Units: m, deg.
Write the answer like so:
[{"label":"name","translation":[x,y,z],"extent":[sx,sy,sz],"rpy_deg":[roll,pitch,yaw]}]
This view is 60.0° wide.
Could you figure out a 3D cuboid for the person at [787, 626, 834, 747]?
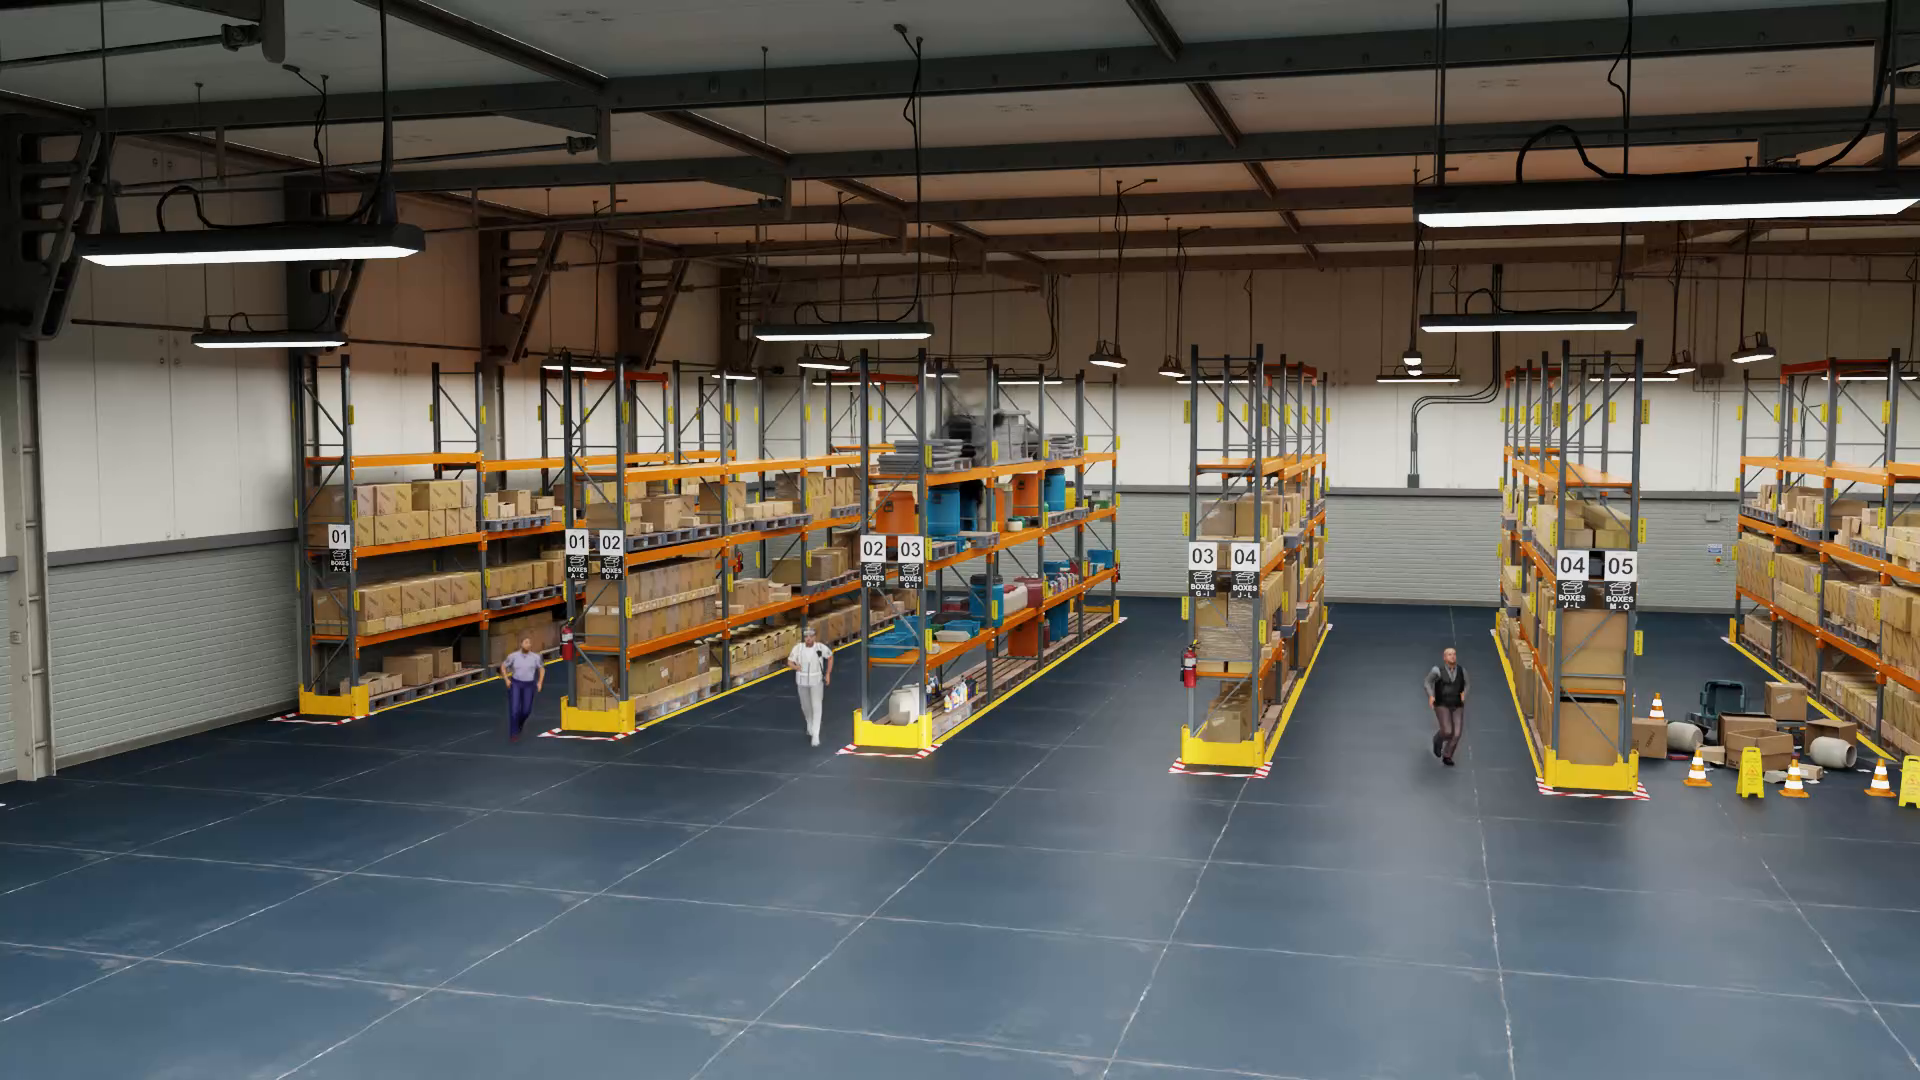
[{"label":"person","translation":[-2.305,2.211,25.569],"extent":[0.690,1.812,0.941],"rpy_deg":[0,4,3]}]

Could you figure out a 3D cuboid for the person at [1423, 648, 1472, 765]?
[{"label":"person","translation":[6.989,2.386,23.726],"extent":[0.652,1.678,0.569],"rpy_deg":[0,4,-2]}]

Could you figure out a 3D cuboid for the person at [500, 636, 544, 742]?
[{"label":"person","translation":[-6.752,2.290,25.702],"extent":[0.668,1.603,0.532],"rpy_deg":[-2,5,-21]}]
